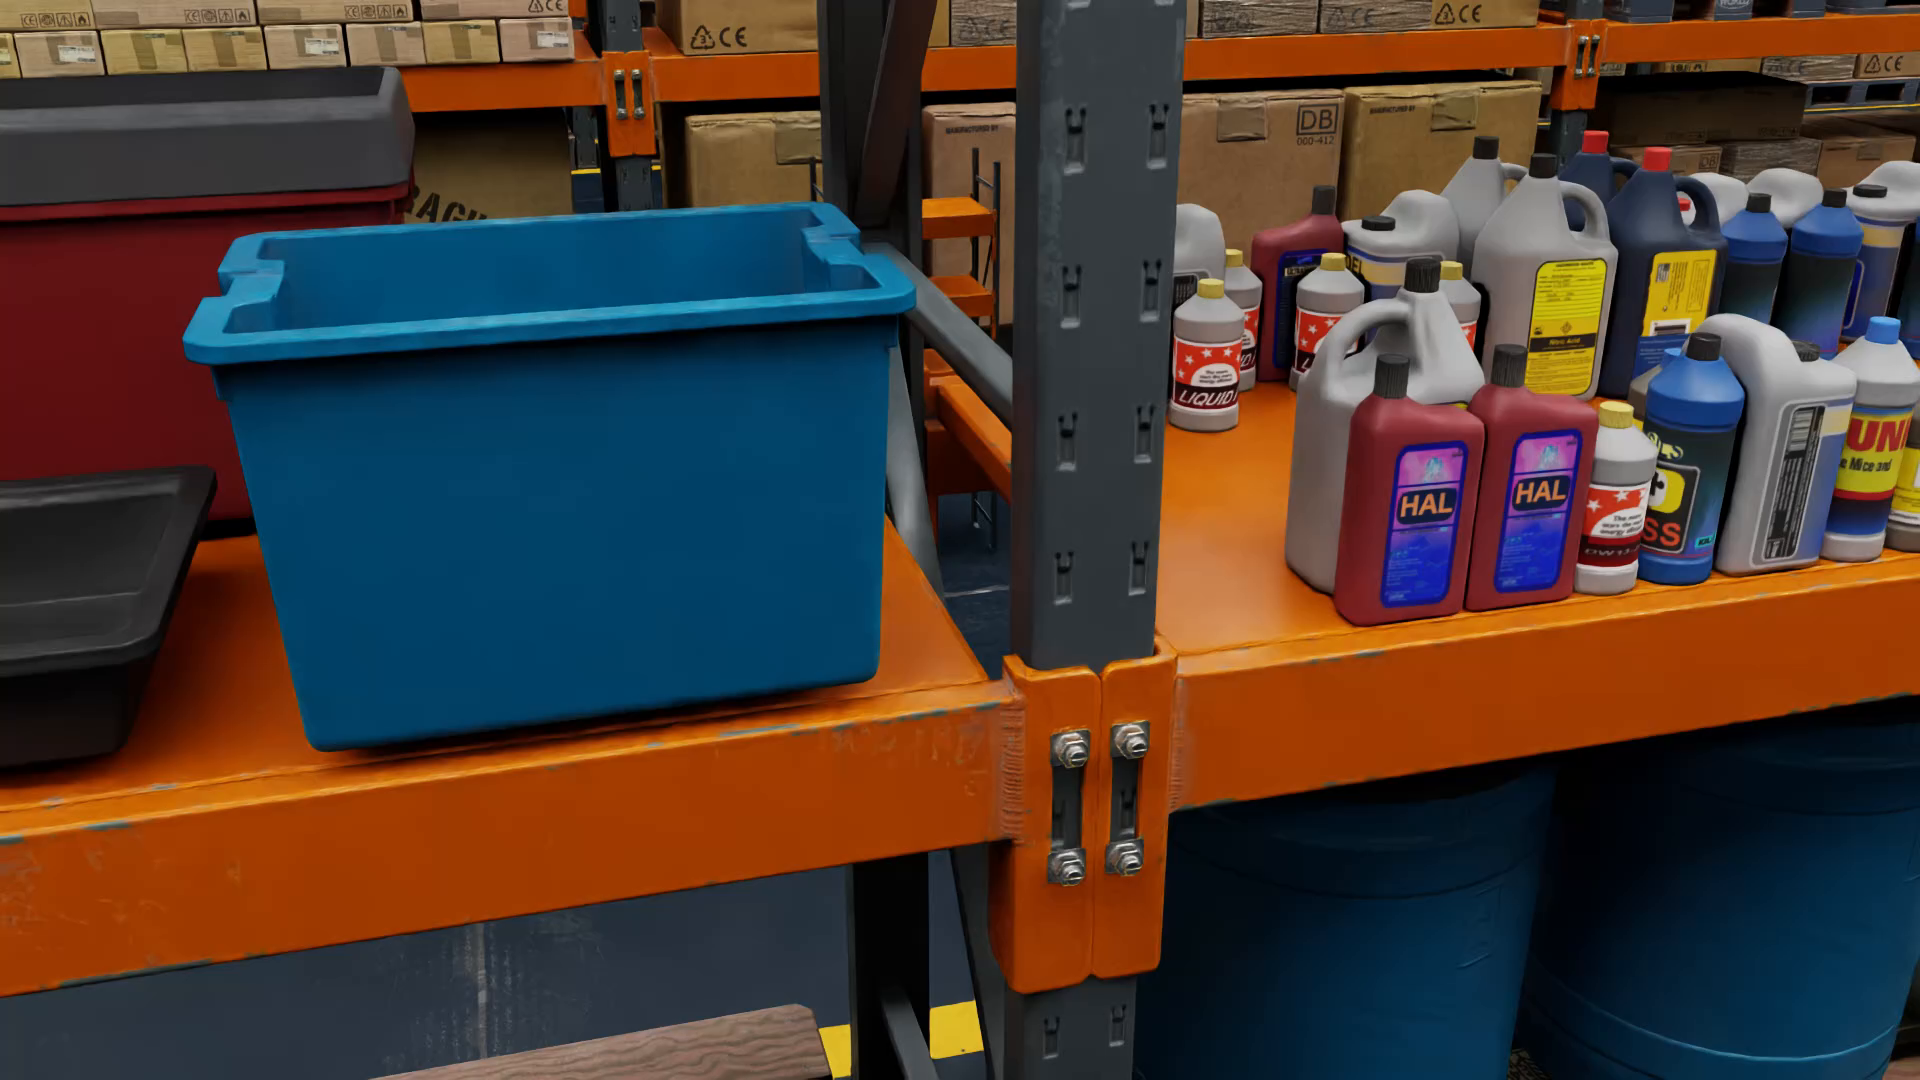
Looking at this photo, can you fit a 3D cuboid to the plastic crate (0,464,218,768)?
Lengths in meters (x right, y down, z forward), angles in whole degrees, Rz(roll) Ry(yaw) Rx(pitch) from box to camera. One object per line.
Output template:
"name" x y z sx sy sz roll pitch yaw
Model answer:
"plastic crate" -1.007 0.089 1.511 0.590 0.125 0.437 -6 24 -14

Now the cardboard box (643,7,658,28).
"cardboard box" -1.799 -3.372 10.992 0.500 0.250 0.500 -7 24 -17

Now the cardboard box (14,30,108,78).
"cardboard box" -3.027 -1.675 5.669 0.250 0.149 0.380 -6 24 -14

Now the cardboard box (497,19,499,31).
"cardboard box" -4.650 -4.863 15.496 0.875 0.438 0.875 -7 24 -15

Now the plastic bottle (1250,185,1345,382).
"plastic bottle" 0.501 -0.384 2.489 0.133 0.283 0.061 -6 24 -14

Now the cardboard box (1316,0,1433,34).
"cardboard box" 1.622 -2.386 6.879 0.500 0.500 0.500 -7 24 -15

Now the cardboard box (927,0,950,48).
"cardboard box" -0.346 -2.165 6.365 0.500 0.500 0.500 -6 24 -14

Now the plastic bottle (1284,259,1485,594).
"plastic bottle" 0.464 -0.127 1.804 0.185 0.351 0.144 -6 24 -14

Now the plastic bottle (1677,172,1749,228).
"plastic bottle" 1.128 -0.431 2.608 0.135 0.276 0.152 -6 24 -14

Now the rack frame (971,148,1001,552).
"rack frame" 0.076 -0.560 5.033 0.015 1.200 0.240 -6 24 -14

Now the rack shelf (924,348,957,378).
"rack shelf" -0.159 -0.472 4.999 0.480 0.148 0.258 -6 24 -14

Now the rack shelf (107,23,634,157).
"rack shelf" -3.265 -1.568 6.012 4.000 0.370 1.077 -6 24 -14

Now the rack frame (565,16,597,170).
"rack frame" -2.582 -4.005 10.780 0.127 3.000 1.000 -6 24 -14

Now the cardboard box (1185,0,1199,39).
"cardboard box" 0.633 -2.275 6.622 0.500 0.500 0.500 -6 24 -13

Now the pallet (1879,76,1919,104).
"pallet" 8.223 -3.887 14.041 1.213 0.211 1.003 -6 24 -14

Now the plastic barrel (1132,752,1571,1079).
"plastic barrel" 0.527 0.489 2.435 0.708 0.901 0.600 -6 24 -14

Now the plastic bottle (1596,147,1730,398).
"plastic bottle" 1.012 -0.395 2.430 0.185 0.351 0.144 -6 24 -14

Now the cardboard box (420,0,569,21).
"cardboard box" -1.694 -2.032 5.995 0.500 0.250 0.500 -7 24 -15

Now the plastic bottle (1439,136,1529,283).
"plastic bottle" 0.795 -0.430 2.511 0.185 0.351 0.144 -6 24 -14

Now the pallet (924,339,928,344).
"pallet" -0.617 -0.941 7.174 1.213 0.211 1.003 -6 24 -14

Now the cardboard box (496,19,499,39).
"cardboard box" -1.967 -2.063 6.571 0.250 0.149 0.380 -7 24 -16

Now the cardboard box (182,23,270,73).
"cardboard box" -2.536 -1.729 5.794 0.250 0.149 0.380 -6 24 -13

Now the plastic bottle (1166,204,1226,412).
"plastic bottle" 0.290 -0.339 2.392 0.135 0.276 0.152 -6 24 -14

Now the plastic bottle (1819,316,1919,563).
"plastic bottle" 1.018 -0.117 1.882 0.097 0.271 0.097 0 23 0

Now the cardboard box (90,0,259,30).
"cardboard box" -2.683 -1.922 5.738 0.500 0.250 0.500 -6 24 -13

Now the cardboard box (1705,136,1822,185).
"cardboard box" 3.682 -1.734 8.098 0.500 0.500 0.700 -8 25 -19

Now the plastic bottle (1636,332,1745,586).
"plastic bottle" 0.795 -0.093 1.825 0.097 0.271 0.097 0 23 0

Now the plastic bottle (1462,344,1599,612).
"plastic bottle" 0.595 -0.068 1.754 0.133 0.283 0.061 -6 24 -14

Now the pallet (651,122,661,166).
"pallet" -1.833 -2.807 11.524 1.213 0.211 1.003 -6 24 -14

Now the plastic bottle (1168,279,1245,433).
"plastic bottle" 0.342 -0.259 2.301 0.097 0.201 0.097 0 23 0

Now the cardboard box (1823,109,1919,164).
"cardboard box" 4.763 -1.856 8.384 0.500 0.500 0.700 -8 25 -19

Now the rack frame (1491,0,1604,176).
"rack frame" 2.512 -2.537 7.359 0.127 3.000 1.000 -6 24 -14

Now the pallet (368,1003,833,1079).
"pallet" -0.699 1.144 2.317 1.213 0.211 1.003 -6 24 -14

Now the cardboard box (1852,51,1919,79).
"cardboard box" 7.490 -4.308 13.648 0.875 0.875 0.875 -7 24 -15

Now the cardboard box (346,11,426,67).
"cardboard box" -2.040 -1.784 5.923 0.250 0.149 0.380 -7 24 -15

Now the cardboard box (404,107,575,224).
"cardboard box" -1.997 -1.288 6.609 0.875 0.875 0.875 -6 24 -14

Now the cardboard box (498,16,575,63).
"cardboard box" -1.545 -1.839 6.050 0.250 0.149 0.380 -6 24 -14

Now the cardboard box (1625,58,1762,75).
"cardboard box" 5.745 -4.114 13.196 0.875 0.875 0.875 -6 24 -14

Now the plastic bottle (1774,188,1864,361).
"plastic bottle" 1.309 -0.398 2.537 0.097 0.271 0.097 0 23 0

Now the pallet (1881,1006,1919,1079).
"pallet" 1.929 0.853 2.995 1.213 0.211 1.003 -6 24 -14

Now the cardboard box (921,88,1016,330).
"cardboard box" 0.131 -1.499 7.102 0.875 0.875 1.225 -7 24 -16

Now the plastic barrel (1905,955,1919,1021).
"plastic barrel" 1.776 0.566 2.748 0.421 0.512 0.421 0 23 0

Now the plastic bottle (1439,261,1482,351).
"plastic bottle" 0.694 -0.298 2.392 0.097 0.201 0.097 0 23 0

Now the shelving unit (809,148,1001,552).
"shelving unit" -0.159 -0.534 4.972 0.503 1.200 0.258 -6 24 -14

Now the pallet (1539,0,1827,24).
"pallet" 3.169 -2.565 7.668 1.003 0.211 1.213 -6 24 -14

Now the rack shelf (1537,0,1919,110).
"rack shelf" 4.437 -2.420 7.998 4.000 0.370 1.077 -6 24 -14

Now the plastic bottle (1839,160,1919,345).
"plastic bottle" 1.480 -0.470 2.699 0.135 0.276 0.152 -6 24 -14

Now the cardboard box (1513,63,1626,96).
"cardboard box" 4.547 -3.916 12.893 0.750 0.750 1.050 -6 24 -15

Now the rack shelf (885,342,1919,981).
"rack shelf" 1.924 -0.113 2.622 4.000 0.370 1.077 -6 24 -14

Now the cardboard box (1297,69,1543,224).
"cardboard box" 1.841 -1.688 7.543 0.875 0.875 1.225 -7 24 -17

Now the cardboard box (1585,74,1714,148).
"cardboard box" 3.149 -2.018 7.810 0.500 0.250 0.500 -5 24 -12

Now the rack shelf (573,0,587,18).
"rack shelf" -0.657 -3.888 11.418 4.000 0.370 1.077 -6 24 -14

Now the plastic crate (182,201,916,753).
"plastic crate" -0.359 -0.072 1.557 0.575 0.384 0.392 -6 24 -14

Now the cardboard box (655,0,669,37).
"cardboard box" -0.963 -2.311 6.704 0.500 0.500 0.500 -6 24 -14
